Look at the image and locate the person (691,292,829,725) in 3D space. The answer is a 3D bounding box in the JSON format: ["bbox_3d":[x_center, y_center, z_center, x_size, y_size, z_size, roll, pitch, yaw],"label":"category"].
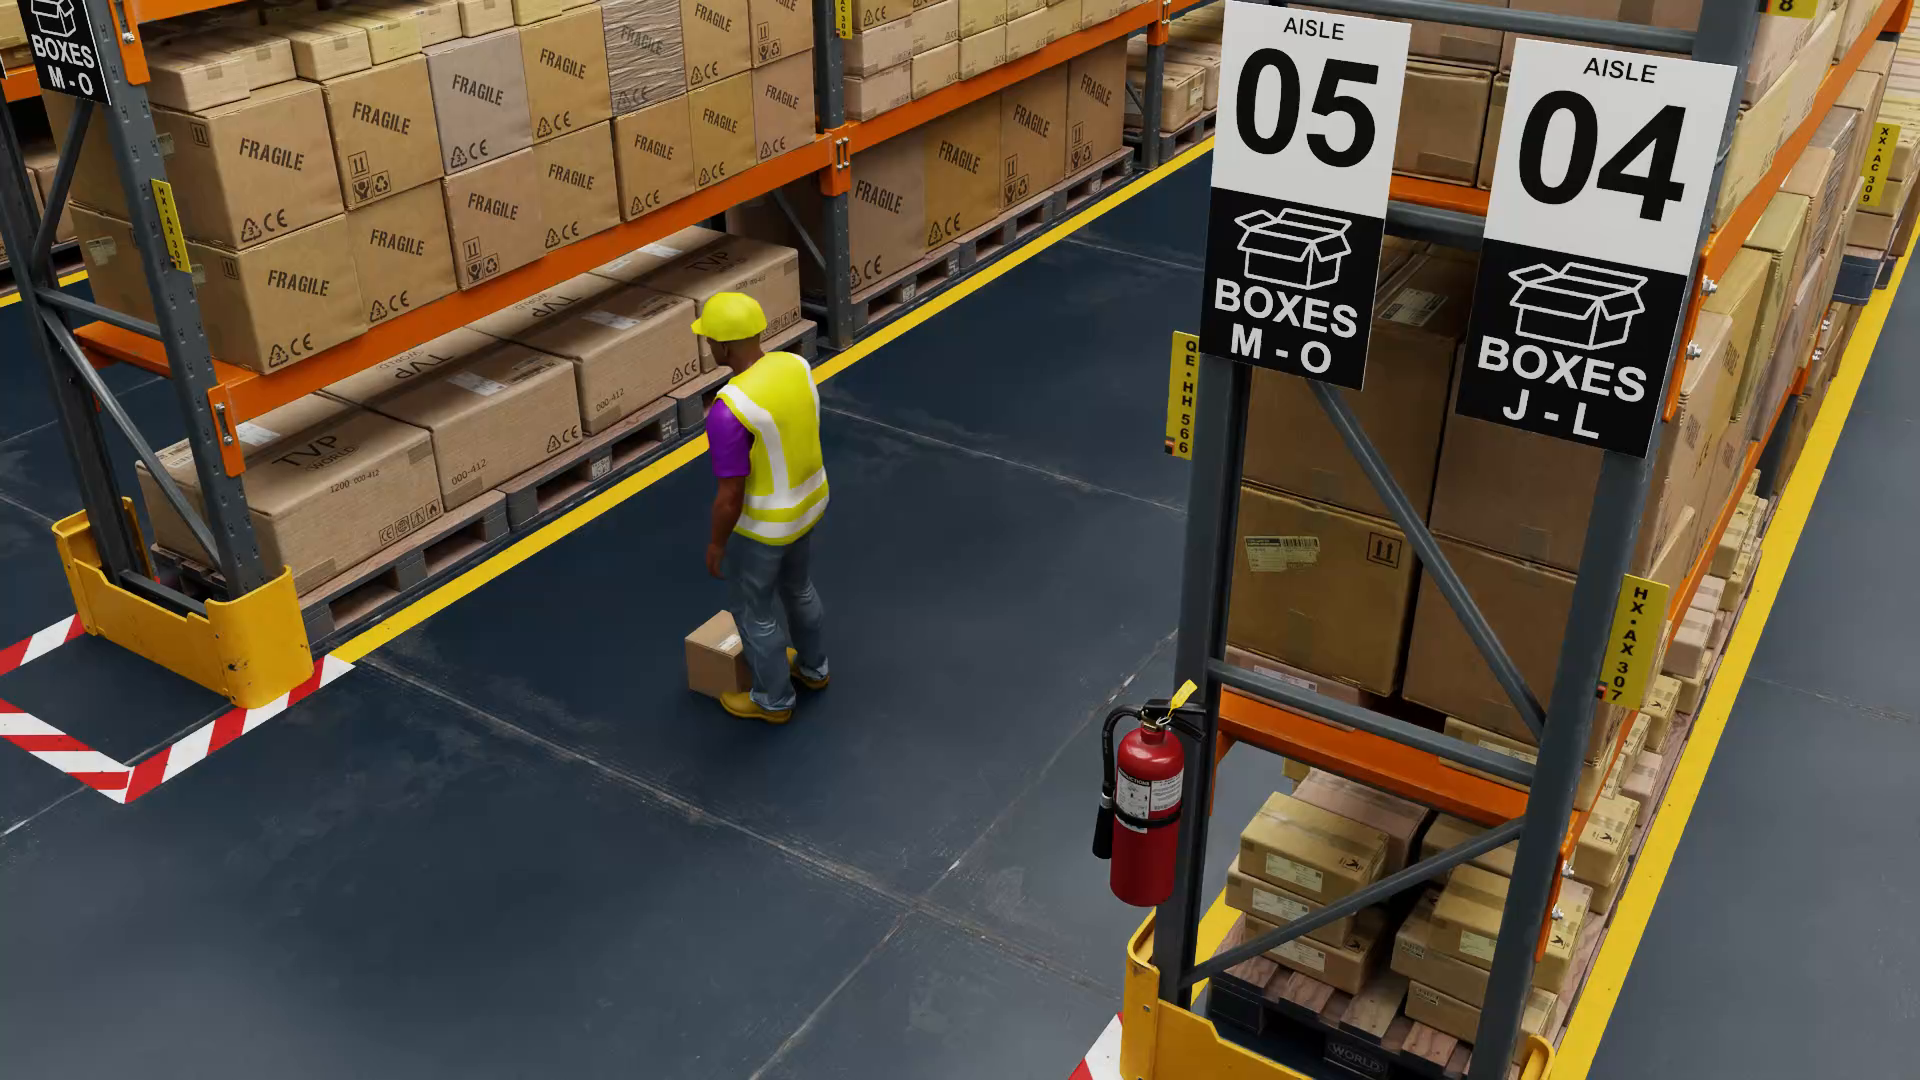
[{"bbox_3d":[-0.745,-0.106,6.298,0.454,1.757,0.635,16,34,25],"label":"person"}]
